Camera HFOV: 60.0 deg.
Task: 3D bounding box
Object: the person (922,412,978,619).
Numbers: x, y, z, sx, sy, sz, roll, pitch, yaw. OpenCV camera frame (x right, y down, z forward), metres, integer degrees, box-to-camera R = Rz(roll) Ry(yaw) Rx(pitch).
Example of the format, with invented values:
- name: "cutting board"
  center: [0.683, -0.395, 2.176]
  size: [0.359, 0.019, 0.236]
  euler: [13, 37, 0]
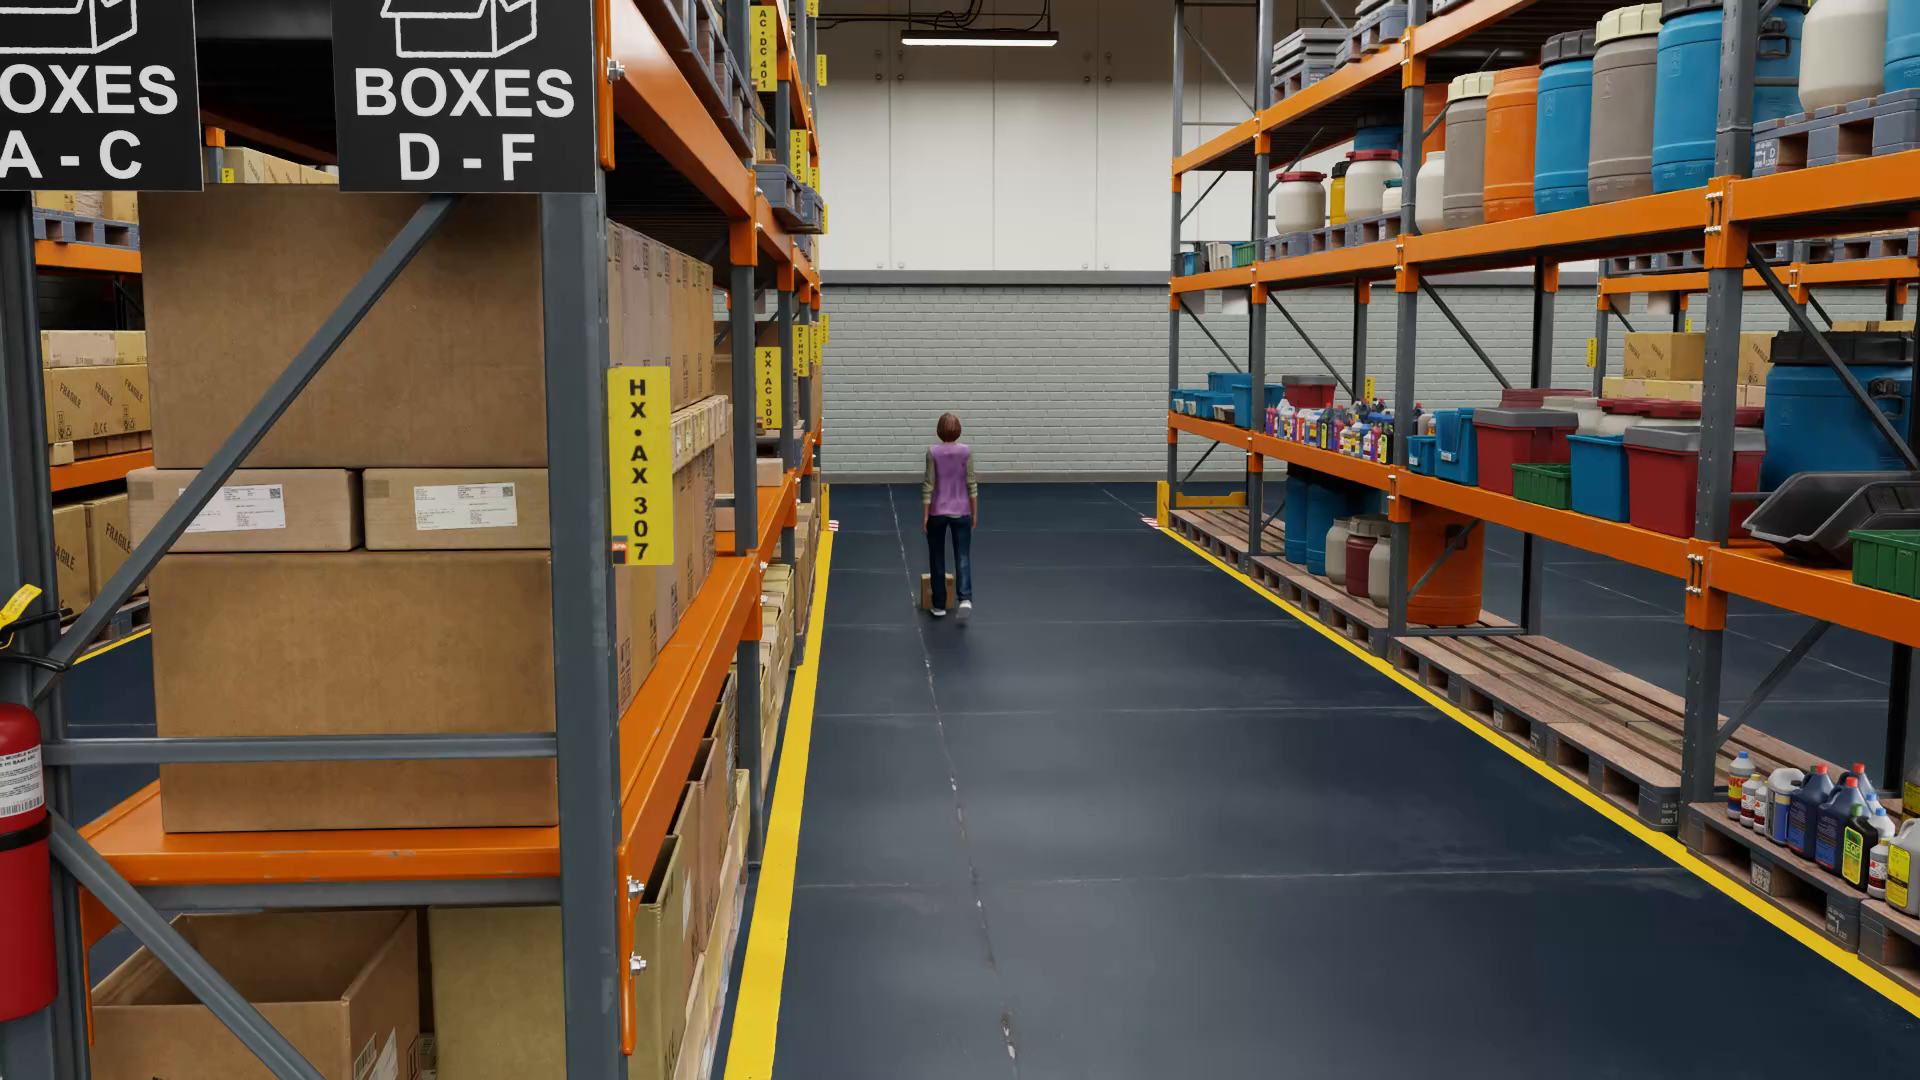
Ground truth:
- name: "person"
  center: [-0.083, -0.190, 12.748]
  size: [0.430, 1.582, 0.671]
  euler: [-1, 7, -7]
